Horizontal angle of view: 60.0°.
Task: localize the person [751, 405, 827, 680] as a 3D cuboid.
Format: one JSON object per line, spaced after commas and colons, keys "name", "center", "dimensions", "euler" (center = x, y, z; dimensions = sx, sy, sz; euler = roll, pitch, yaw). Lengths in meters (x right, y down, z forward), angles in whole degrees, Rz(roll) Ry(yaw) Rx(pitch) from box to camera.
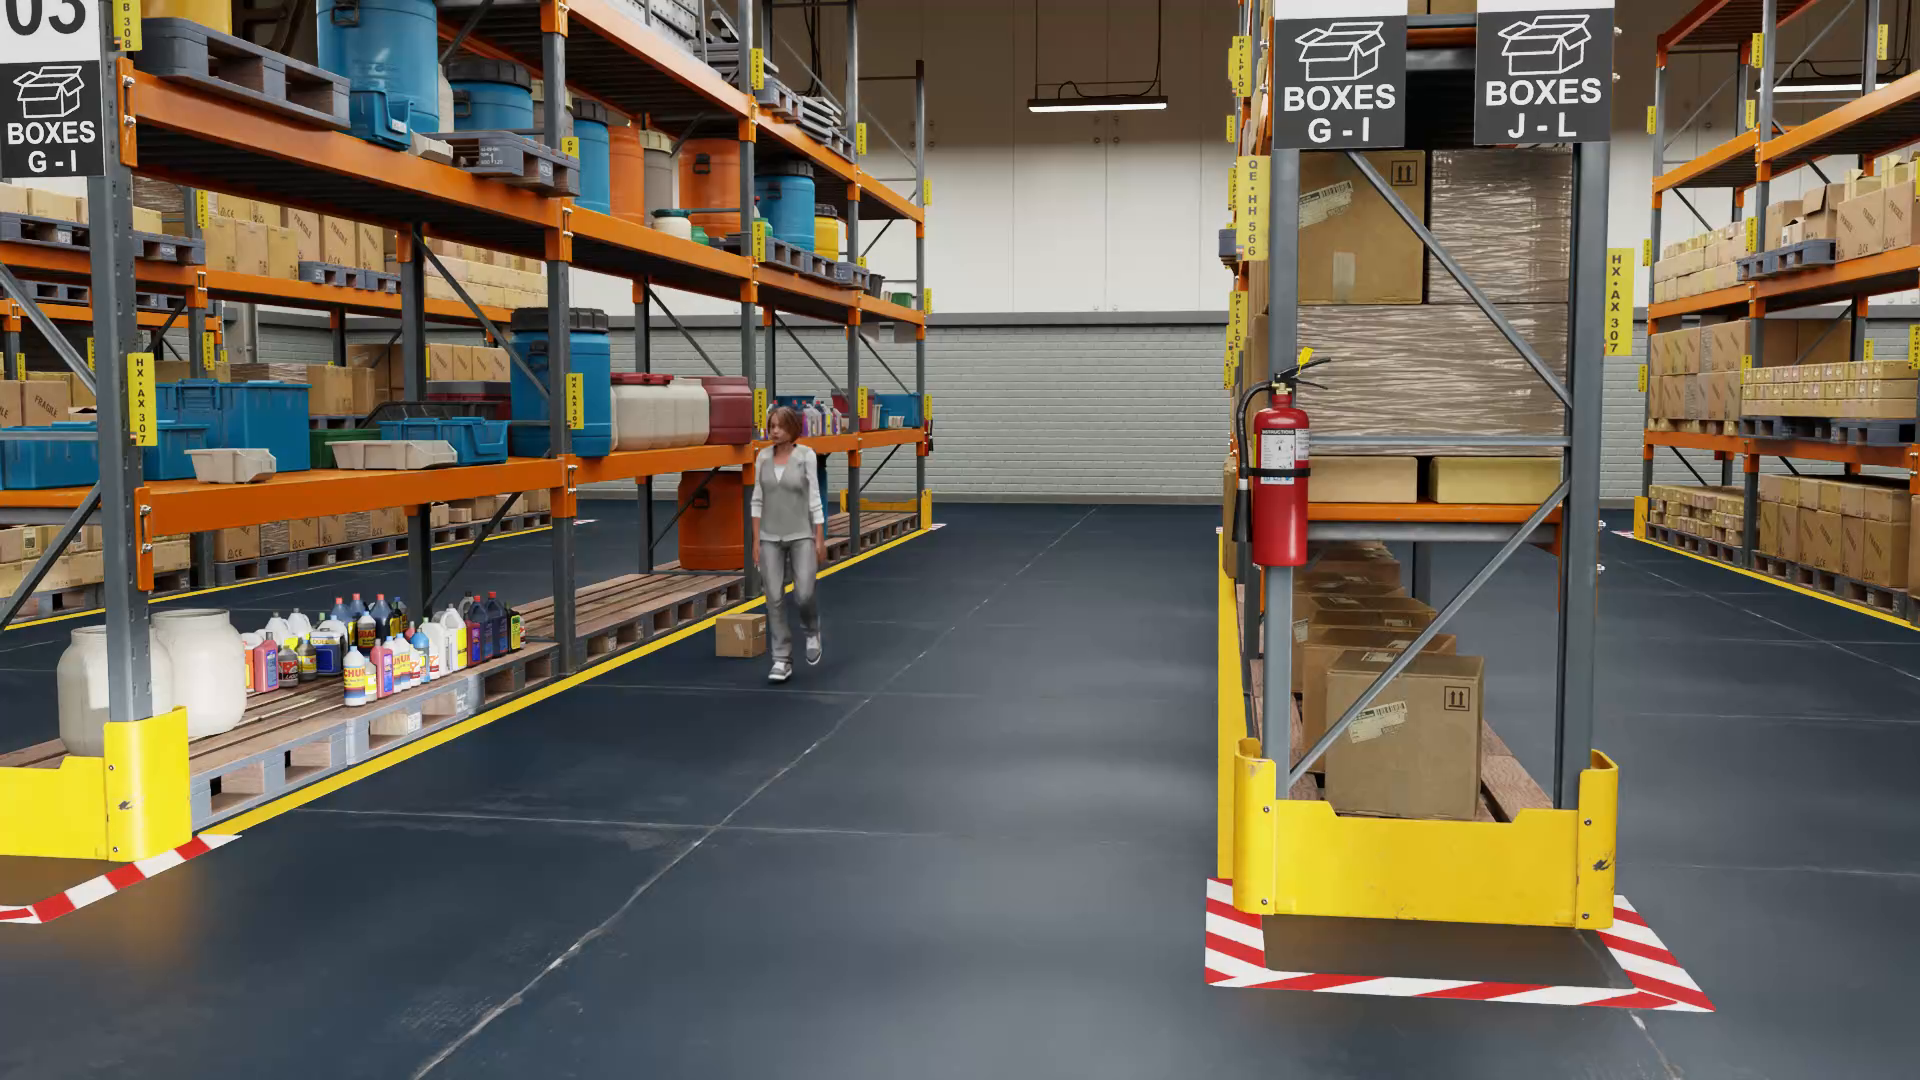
{"name": "person", "center": [-0.988, 0.011, 9.723], "dimensions": [0.445, 1.591, 0.467], "euler": [1, 5, 12]}
